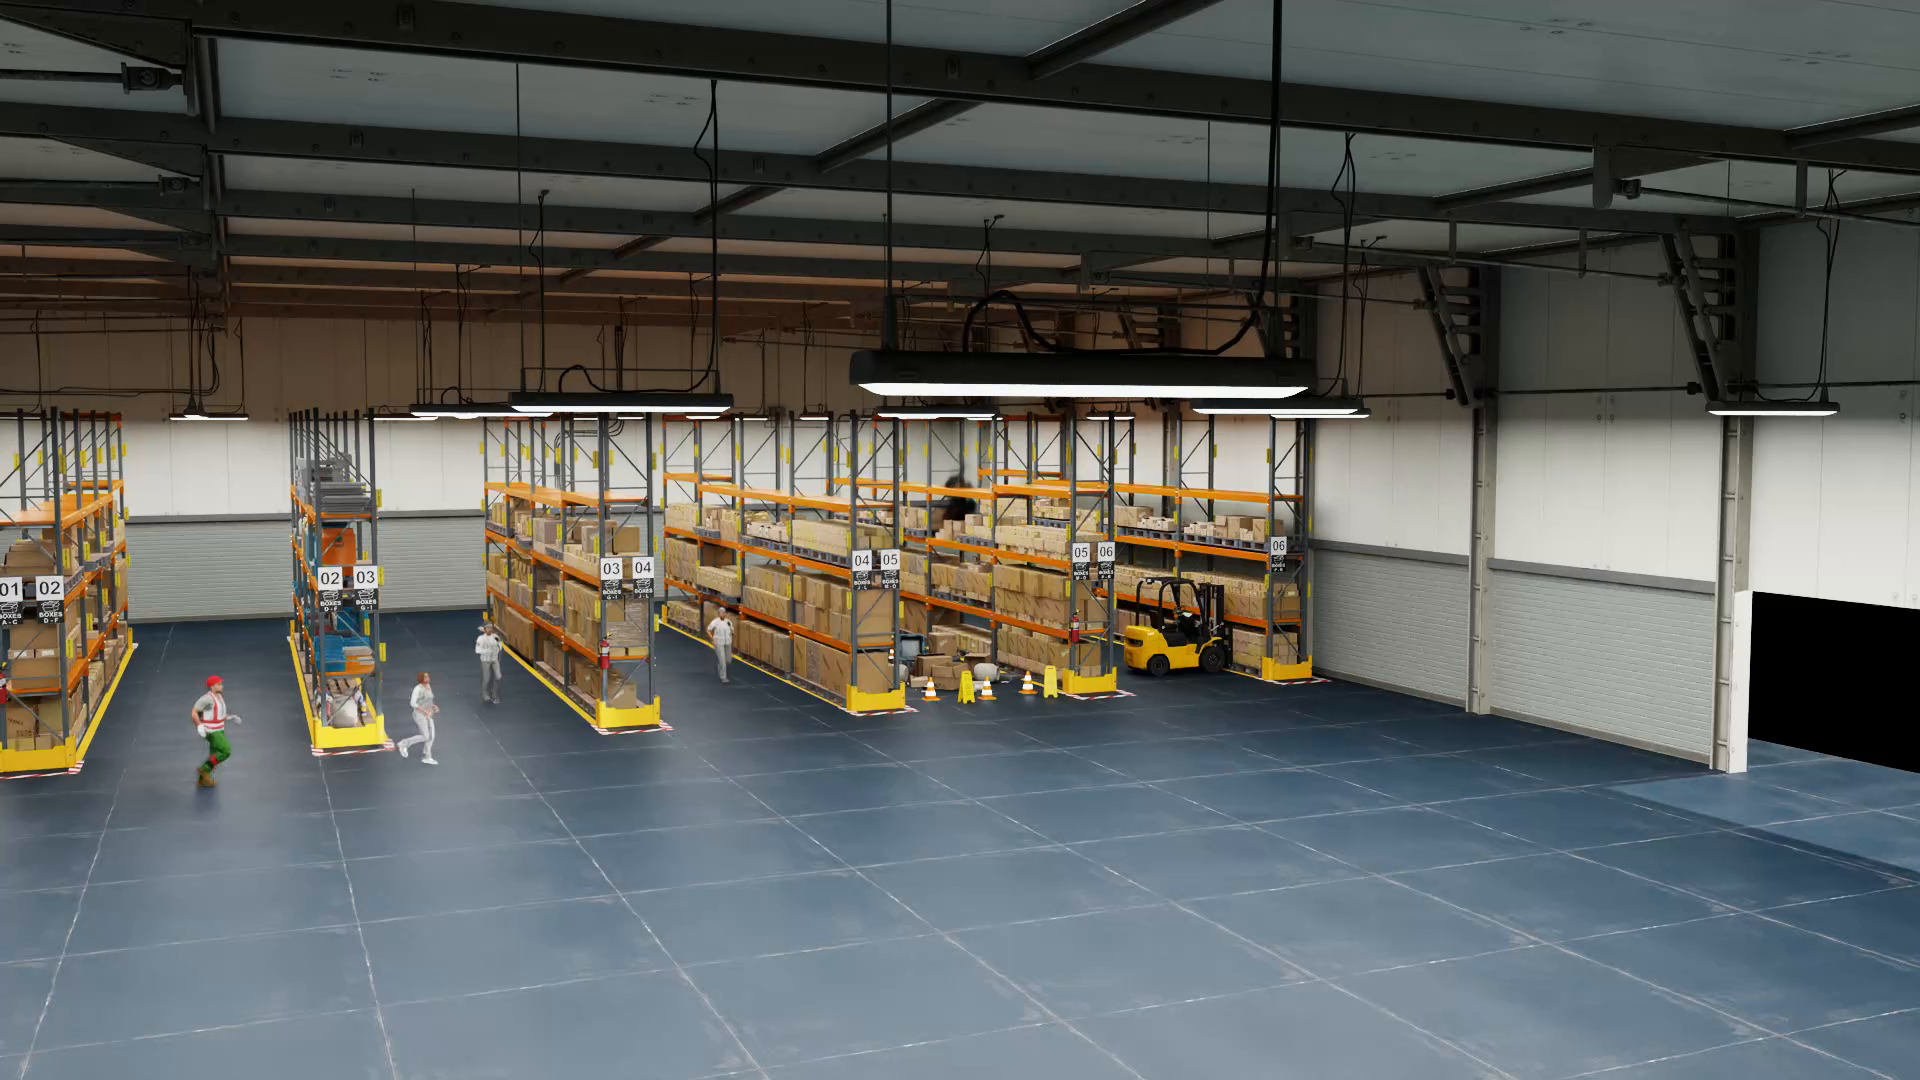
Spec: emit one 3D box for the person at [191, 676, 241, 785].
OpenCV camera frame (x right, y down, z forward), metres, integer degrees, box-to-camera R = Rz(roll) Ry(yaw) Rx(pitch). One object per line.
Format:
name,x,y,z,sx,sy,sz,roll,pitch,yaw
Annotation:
person,-11.709,3.005,26.205,0.674,1.735,0.658,0,4,-1

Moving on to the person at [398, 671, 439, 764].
person,-9.114,2.995,28.044,0.630,1.569,0.540,1,4,9

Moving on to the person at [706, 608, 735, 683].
person,-5.289,2.318,36.938,0.620,1.634,0.804,-2,5,-32

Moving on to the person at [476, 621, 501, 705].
person,-9.632,2.512,33.967,0.525,1.735,0.726,-2,5,-31
